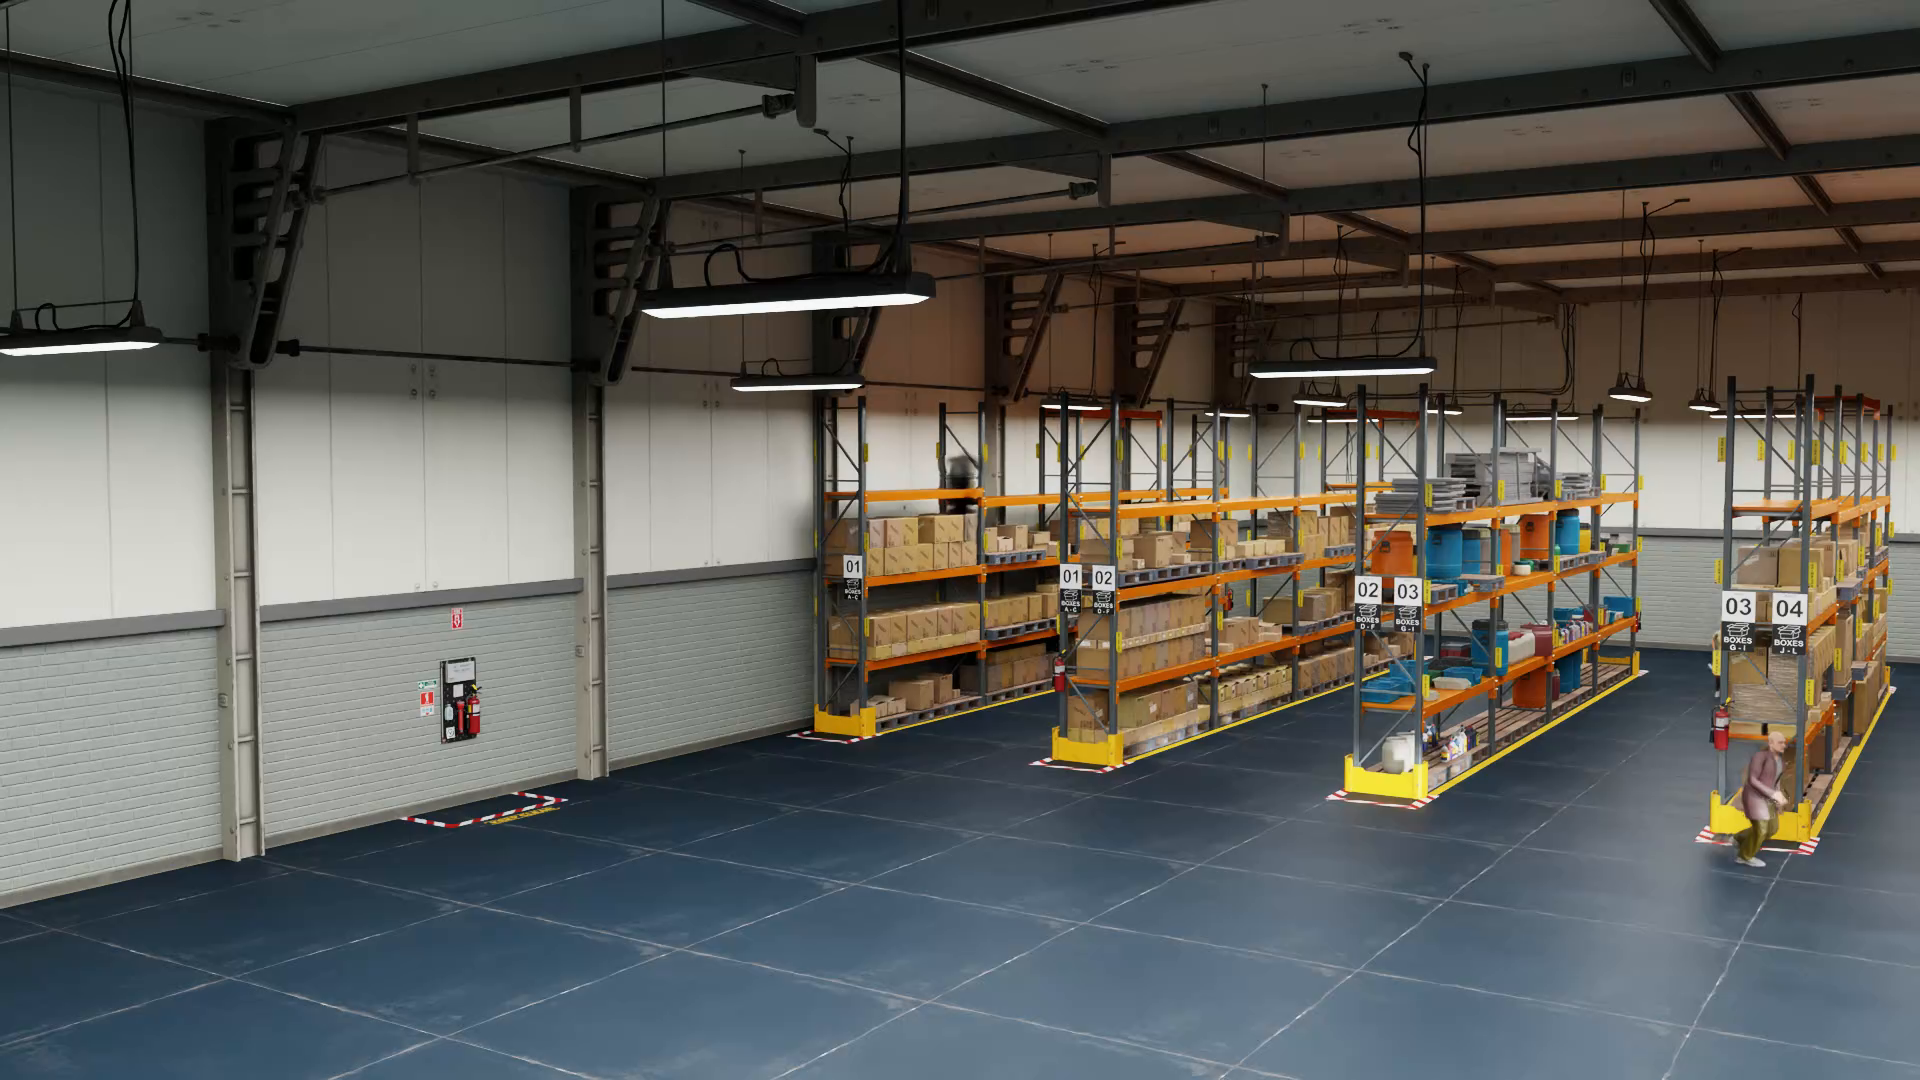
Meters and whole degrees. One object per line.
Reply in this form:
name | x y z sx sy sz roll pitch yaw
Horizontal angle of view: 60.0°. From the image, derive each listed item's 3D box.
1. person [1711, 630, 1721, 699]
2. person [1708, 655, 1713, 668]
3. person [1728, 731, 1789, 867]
person | 15.510 2.405 33.695 0.571 1.648 0.620 2 3 28
person | 17.618 2.220 38.130 0.624 1.595 0.728 -2 4 -36
person | 9.629 3.108 20.052 0.679 1.674 0.810 -2 4 -33
